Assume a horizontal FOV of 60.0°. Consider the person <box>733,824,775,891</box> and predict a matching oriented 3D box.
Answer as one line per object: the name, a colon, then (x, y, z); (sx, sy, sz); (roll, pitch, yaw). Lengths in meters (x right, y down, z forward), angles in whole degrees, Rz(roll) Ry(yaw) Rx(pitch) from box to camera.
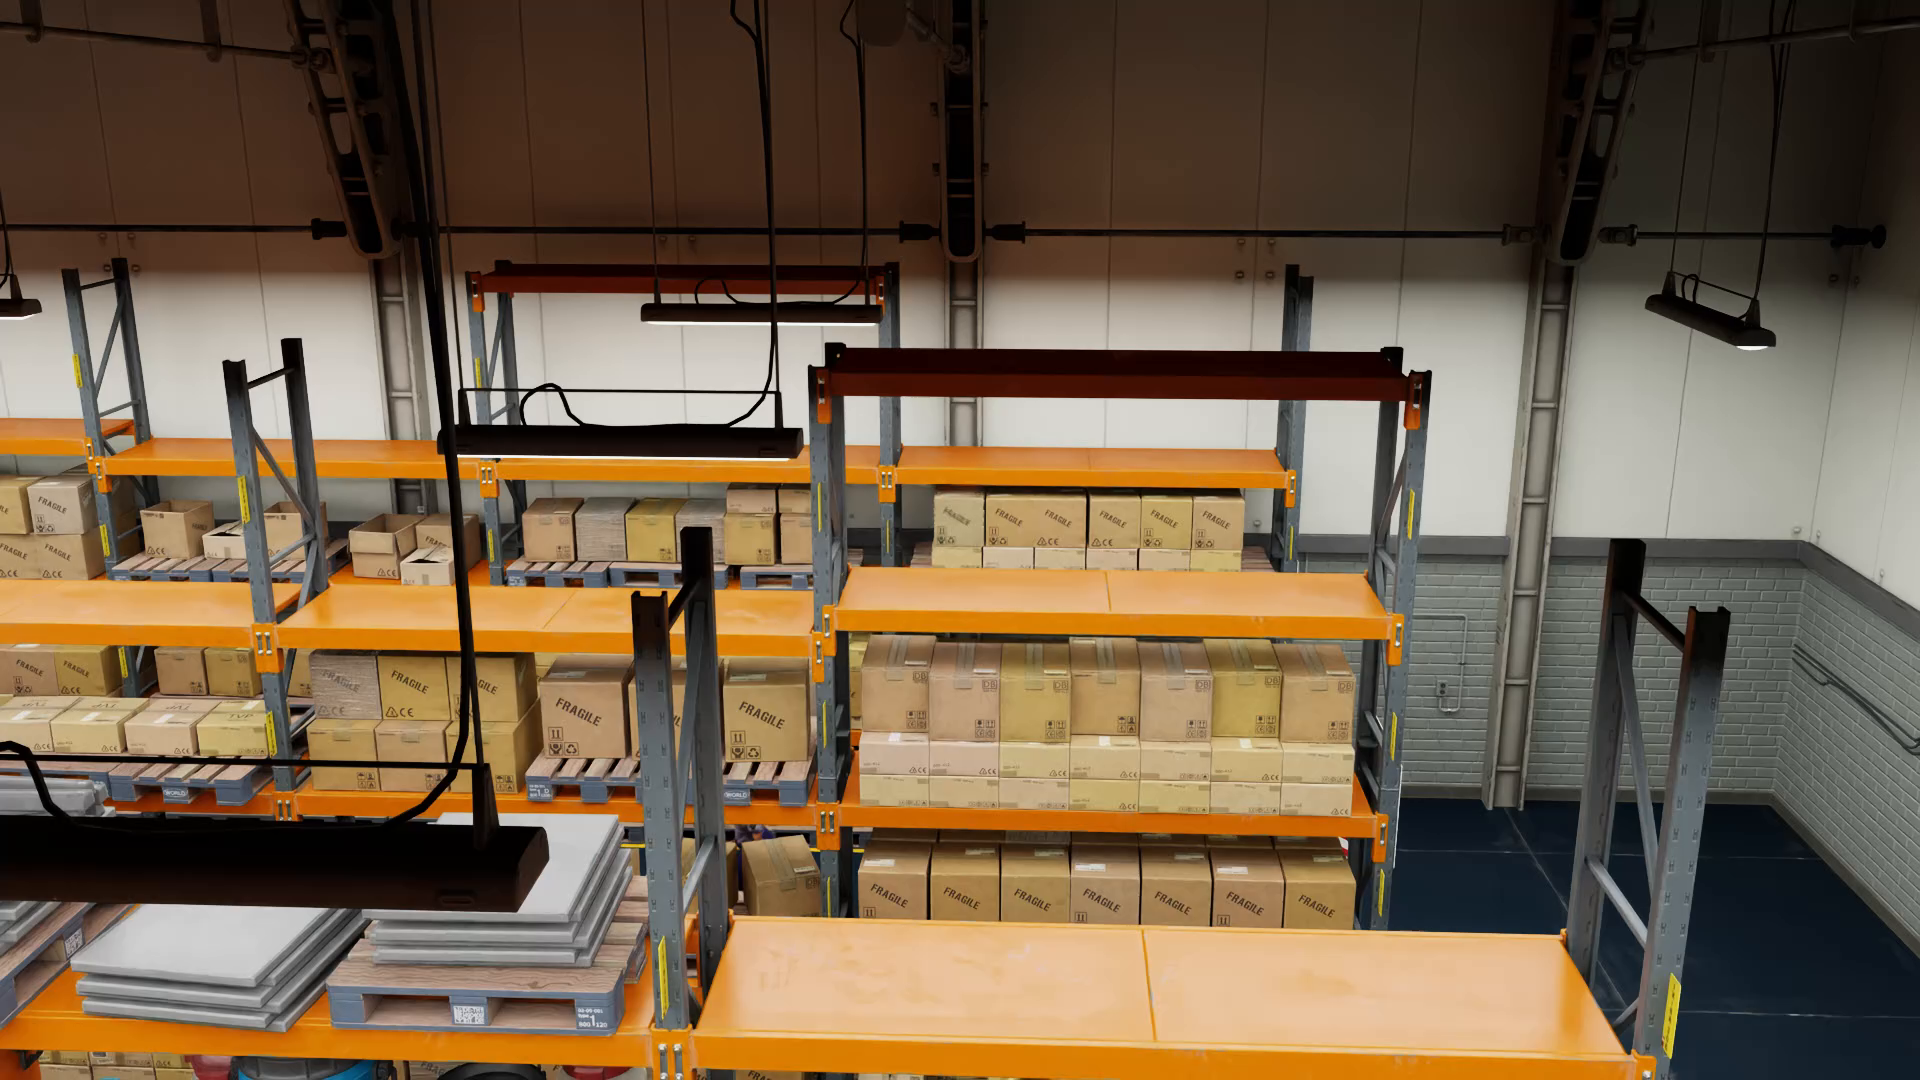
person: (-2.027, 2.910, 15.674); (1.051, 1.590, 0.503); (3, 16, 9)
